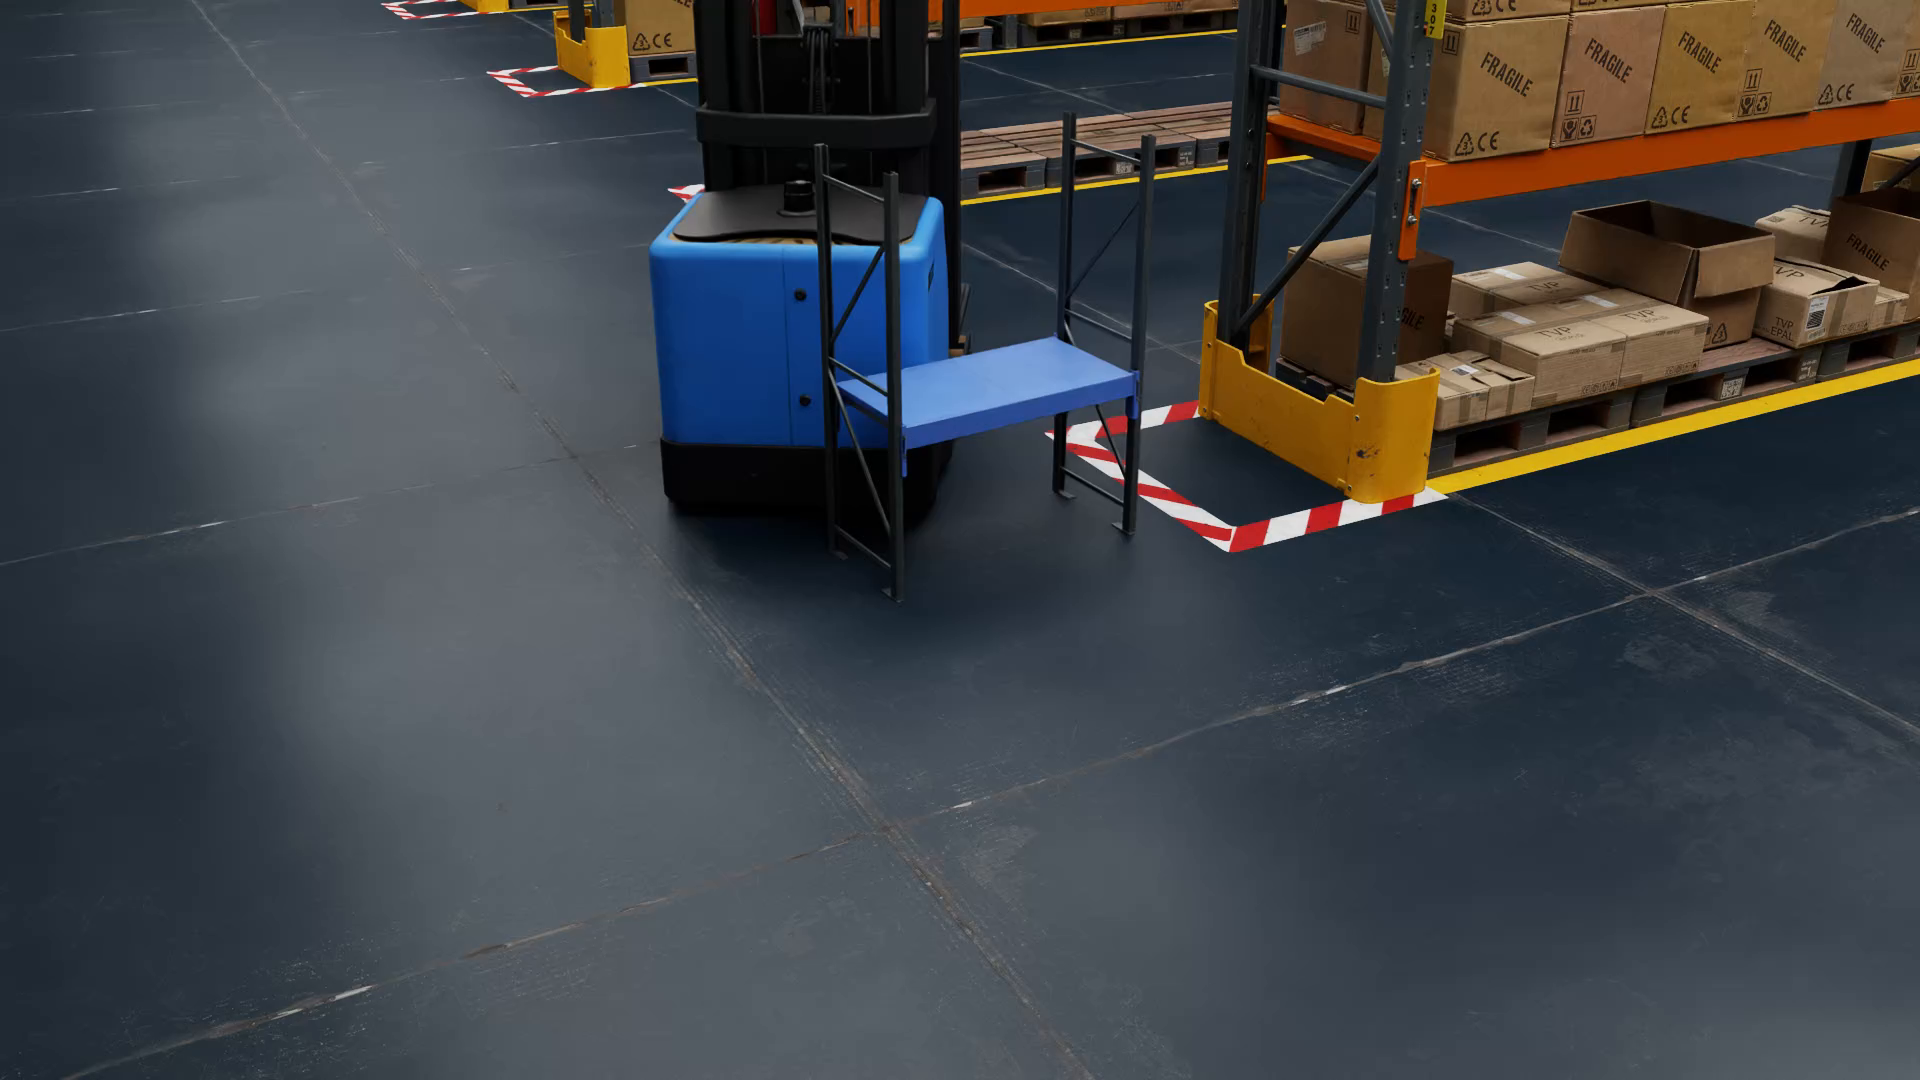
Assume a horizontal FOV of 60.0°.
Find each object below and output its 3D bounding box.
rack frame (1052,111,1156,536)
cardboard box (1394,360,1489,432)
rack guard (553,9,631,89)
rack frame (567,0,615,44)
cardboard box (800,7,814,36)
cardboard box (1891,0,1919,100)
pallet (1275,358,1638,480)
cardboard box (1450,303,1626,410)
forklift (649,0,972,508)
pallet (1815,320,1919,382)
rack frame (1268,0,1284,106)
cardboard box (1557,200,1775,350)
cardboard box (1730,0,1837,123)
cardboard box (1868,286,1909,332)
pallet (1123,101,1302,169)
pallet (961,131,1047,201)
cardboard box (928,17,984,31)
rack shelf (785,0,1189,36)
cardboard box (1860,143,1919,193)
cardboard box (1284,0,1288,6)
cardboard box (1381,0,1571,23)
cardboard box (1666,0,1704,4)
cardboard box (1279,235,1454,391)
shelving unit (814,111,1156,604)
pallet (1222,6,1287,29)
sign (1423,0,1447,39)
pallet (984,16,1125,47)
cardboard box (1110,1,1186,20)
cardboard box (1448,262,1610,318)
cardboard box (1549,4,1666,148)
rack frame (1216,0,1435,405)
[{"bbox_3d":[0.518,-0.784,6.148,0.032,1.500,0.500,-15,30,-29],"label":"rack frame"},{"bbox_3d":[1.930,-0.593,6.806,0.250,0.149,0.380,-13,29,-25],"label":"cardboard box"},{"bbox_3d":[-3.281,-4.379,14.792,0.348,0.500,1.175,-13,29,-25],"label":"rack guard"},{"bbox_3d":[-3.259,-5.510,14.261,0.127,3.000,1.000,-13,29,-25],"label":"rack frame"},{"bbox_3d":[-1.929,-5.088,15.351,0.875,0.875,0.875,-13,29,-25],"label":"cardboard box"},{"bbox_3d":[4.154,-2.281,7.419,0.500,0.500,0.500,-12,28,-24],"label":"cardboard box"},{"bbox_3d":[2.169,-0.647,7.355,1.213,0.211,1.003,-13,29,-25],"label":"pallet"},{"bbox_3d":[2.453,-0.789,7.097,0.500,0.250,0.500,-13,29,-25],"label":"cardboard box"},{"bbox_3d":[-0.526,-2.043,7.118,1.130,2.935,3.031,2,26,4],"label":"forklift"},{"bbox_3d":[4.322,-1.144,8.390,1.213,0.211,1.003,-13,29,-25],"label":"pallet"},{"bbox_3d":[2.601,-4.433,12.018,0.127,3.000,1.000,-13,29,-25],"label":"rack frame"},{"bbox_3d":[3.273,-1.229,7.721,0.637,0.503,0.797,-13,29,-25],"label":"cardboard box"},{"bbox_3d":[3.253,-2.070,6.981,0.500,0.500,0.500,-13,28,-24],"label":"cardboard box"},{"bbox_3d":[4.256,-1.130,7.924,0.250,0.149,0.380,-13,29,-25],"label":"cardboard box"},{"bbox_3d":[1.970,-3.012,12.279,1.213,0.211,1.003,-13,29,-25],"label":"pallet"},{"bbox_3d":[-0.183,-2.515,11.244,1.213,0.211,1.003,-13,29,-25],"label":"pallet"},{"bbox_3d":[-0.350,-5.453,16.111,0.875,0.875,0.875,-13,29,-25],"label":"cardboard box"},{"bbox_3d":[0.836,-3.702,11.326,4.000,0.370,1.077,-13,29,-25],"label":"rack shelf"},{"bbox_3d":[5.229,-1.822,8.960,0.500,0.500,0.500,-13,29,-25],"label":"cardboard box"},{"bbox_3d":[3.181,-6.239,17.748,0.875,0.875,1.225,-14,29,-27],"label":"cardboard box"},{"bbox_3d":[1.915,-2.212,6.120,0.500,0.500,0.500,-12,28,-24],"label":"cardboard box"},{"bbox_3d":[2.816,-2.421,6.556,0.500,0.500,0.500,-13,28,-24],"label":"cardboard box"},{"bbox_3d":[1.763,-1.003,7.252,0.500,0.500,0.500,-13,29,-25],"label":"cardboard box"},{"bbox_3d":[0.090,-0.665,5.901,1.048,1.500,0.538,-15,30,-29],"label":"shelving unit"},{"bbox_3d":[3.068,-5.751,17.984,1.213,0.211,1.003,-13,29,-25],"label":"pallet"},{"bbox_3d":[1.654,-1.909,5.761,0.005,0.325,0.100,-13,29,-25],"label":"sign"},{"bbox_3d":[0.916,-5.254,16.949,1.213,0.211,1.003,-13,29,-25],"label":"pallet"},{"bbox_3d":[1.613,-5.877,16.994,0.875,0.875,1.225,-14,29,-27],"label":"cardboard box"},{"bbox_3d":[2.615,-1.072,7.686,0.500,0.250,0.500,-13,29,-25],"label":"cardboard box"},{"bbox_3d":[2.367,-1.868,6.560,0.500,0.500,0.500,-13,29,-26],"label":"cardboard box"},{"bbox_3d":[1.399,-1.726,6.380,0.127,3.000,1.000,-13,29,-25],"label":"rack frame"}]
